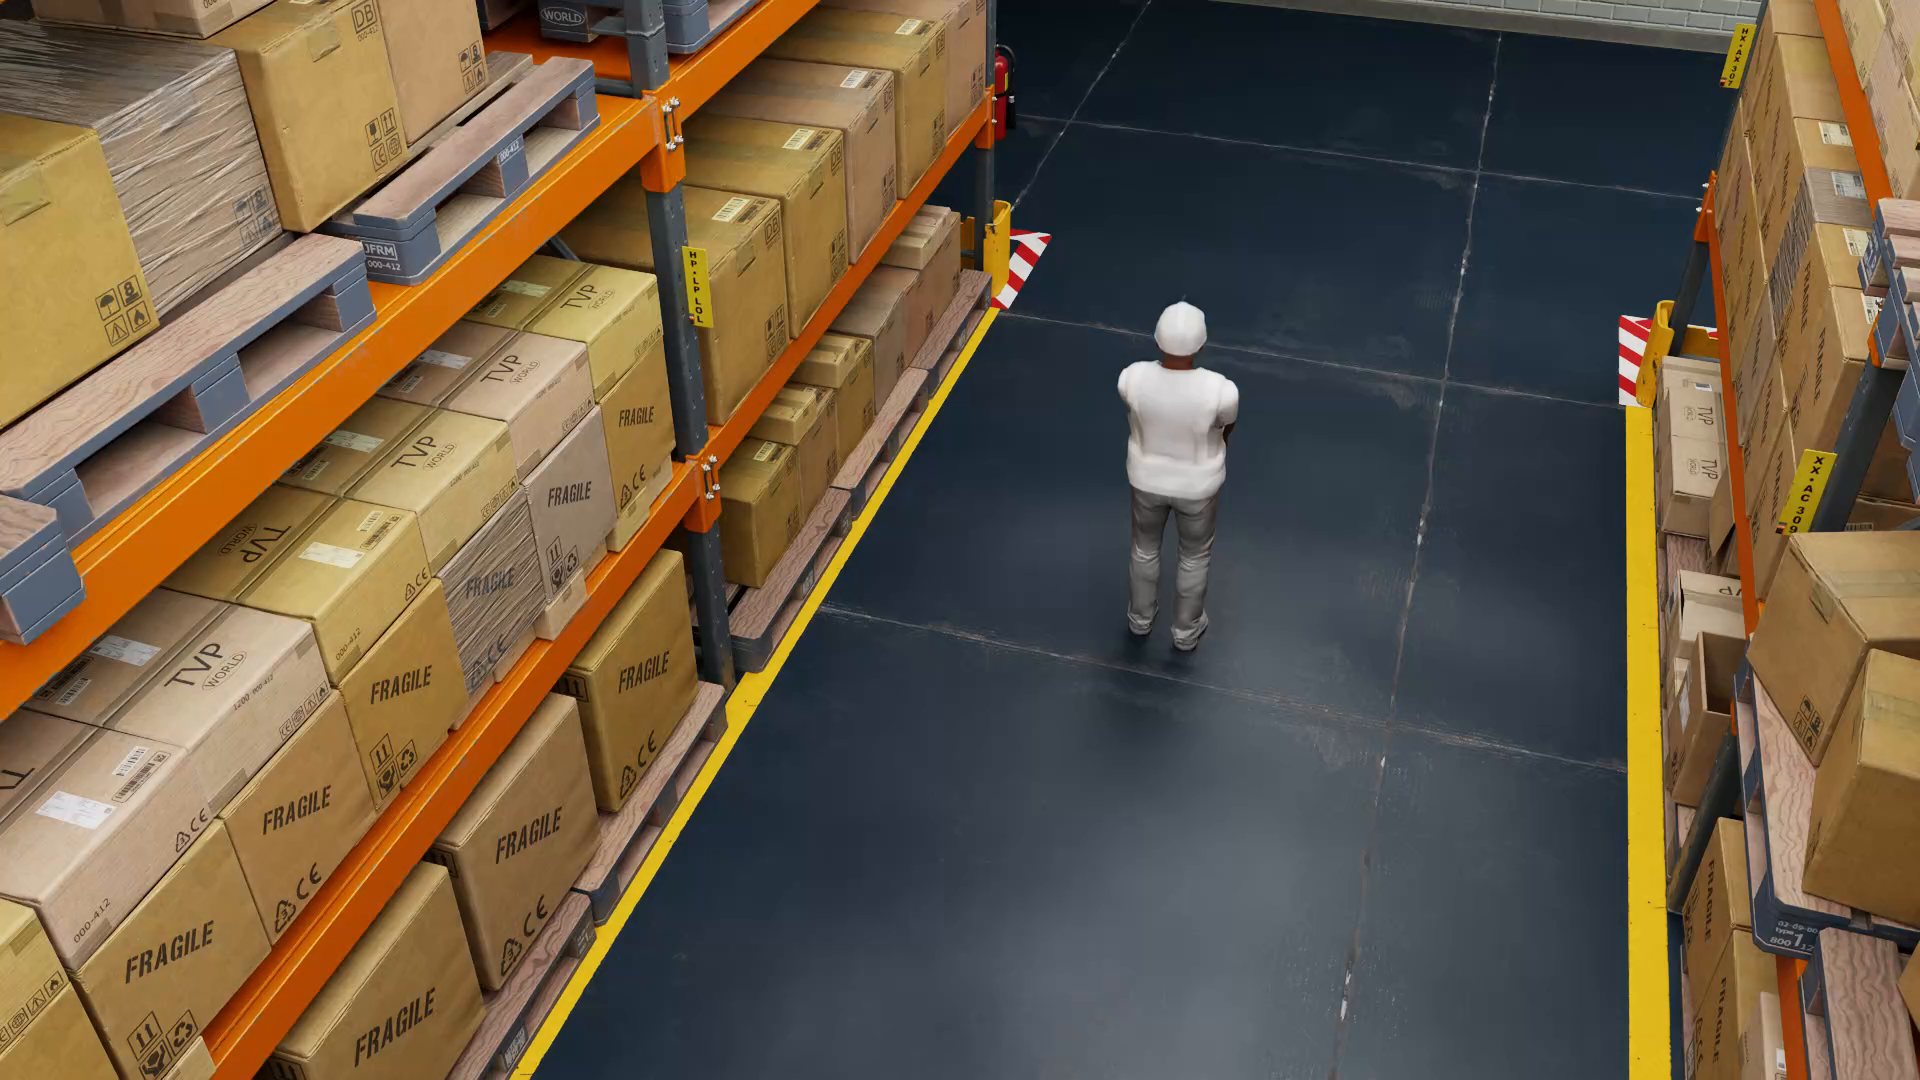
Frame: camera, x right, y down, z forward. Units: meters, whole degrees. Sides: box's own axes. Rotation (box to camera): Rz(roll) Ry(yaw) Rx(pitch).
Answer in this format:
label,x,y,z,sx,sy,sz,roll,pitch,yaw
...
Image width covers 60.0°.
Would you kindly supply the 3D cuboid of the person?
label,x,y,z,sx,sy,sz,roll,pitch,yaw
person,0.950,-0.323,7.308,0.502,1.761,0.577,11,38,14
